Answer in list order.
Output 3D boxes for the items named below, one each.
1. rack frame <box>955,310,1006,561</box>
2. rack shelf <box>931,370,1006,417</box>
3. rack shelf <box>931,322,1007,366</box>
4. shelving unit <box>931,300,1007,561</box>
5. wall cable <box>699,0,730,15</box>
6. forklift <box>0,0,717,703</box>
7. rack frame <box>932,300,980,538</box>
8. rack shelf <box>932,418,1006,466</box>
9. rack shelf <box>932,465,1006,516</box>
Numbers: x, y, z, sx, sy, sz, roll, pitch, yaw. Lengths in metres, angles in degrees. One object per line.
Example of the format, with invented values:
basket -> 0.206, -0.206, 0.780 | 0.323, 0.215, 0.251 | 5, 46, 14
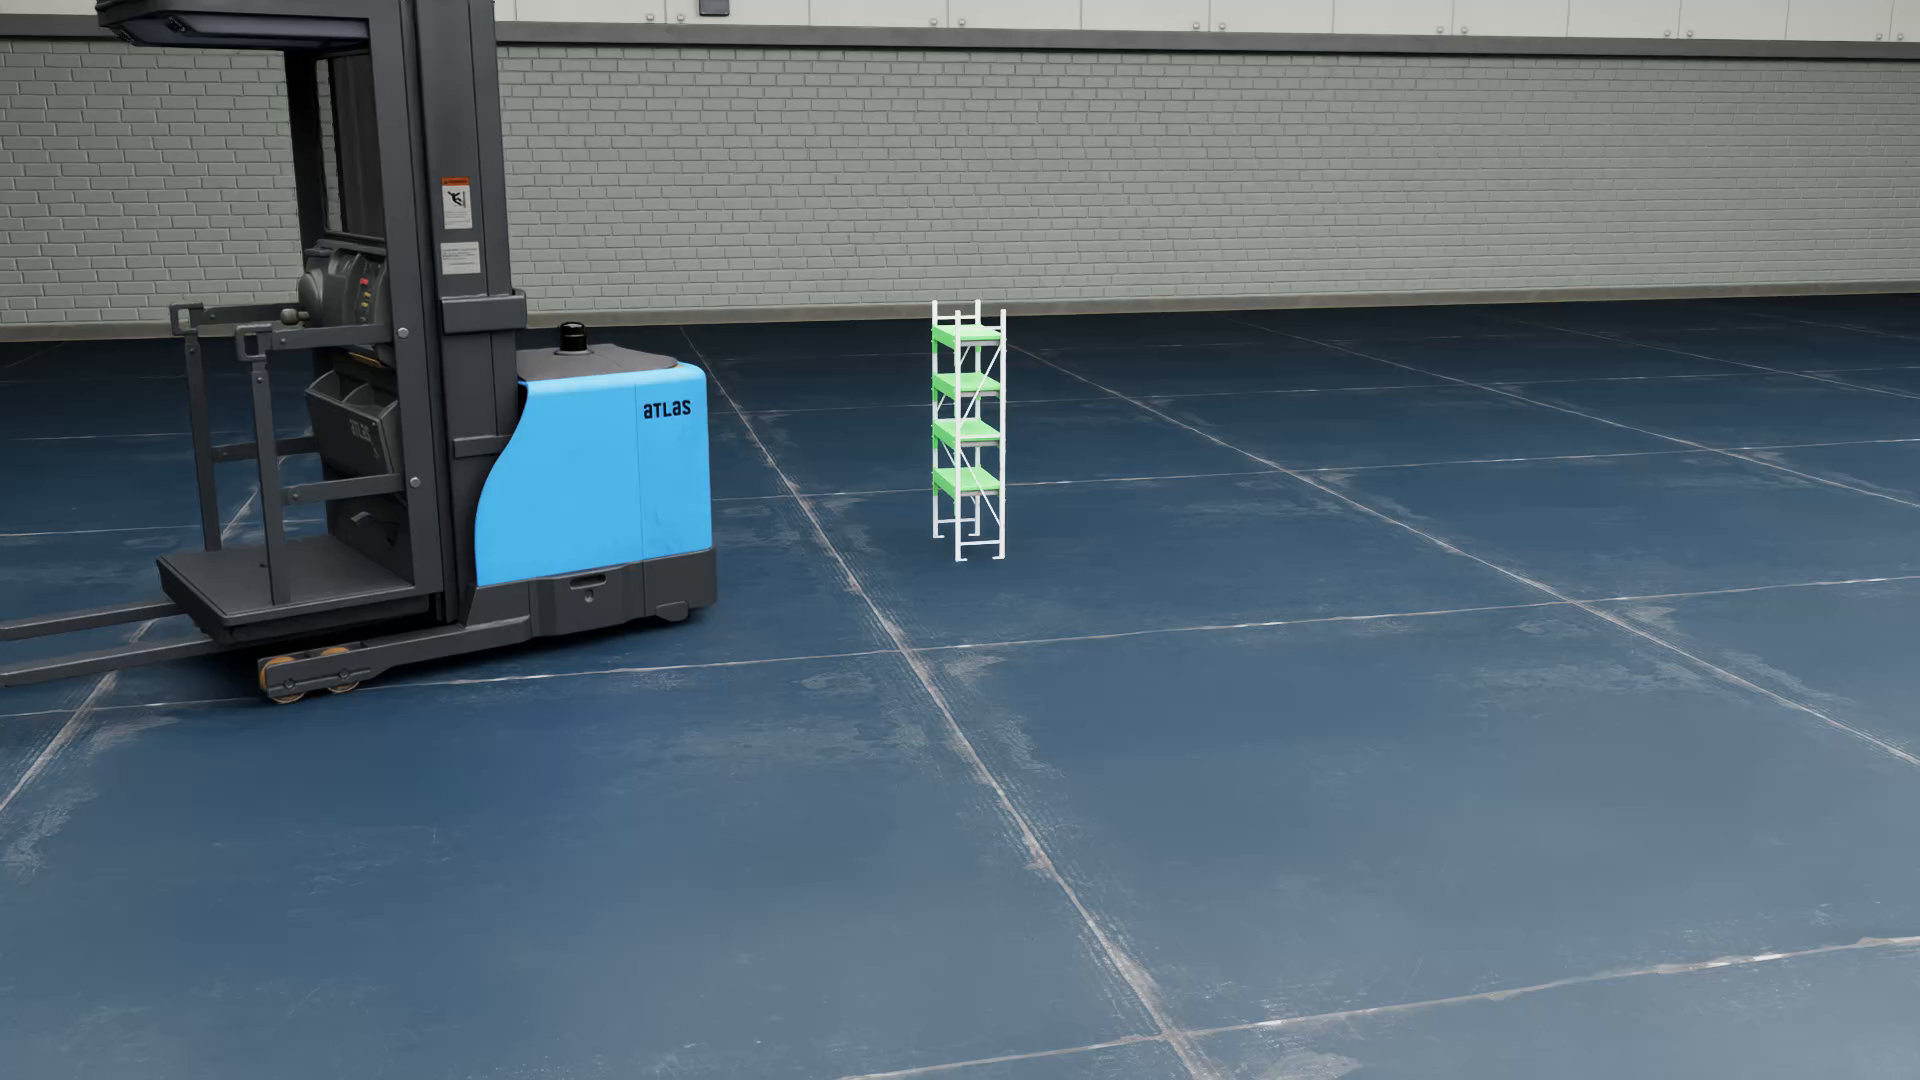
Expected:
rack frame -> 0.096, -0.488, 7.898 | 0.240, 1.200, 0.015 | -3, 14, -13
rack shelf -> 0.039, -0.716, 8.087 | 0.258, 0.148, 0.480 | -3, 14, -13
rack shelf -> 0.039, -0.949, 8.030 | 0.258, 0.148, 0.480 | -3, 14, -13
shelving unit -> 0.039, -0.545, 8.128 | 0.258, 1.200, 0.503 | -3, 14, -13
wall cable -> -1.572, -8.419, 16.761 | 2.305, 6.003, 0.169 | -3, 14, -13
forklift -> -2.517, -0.976, 6.244 | 3.031, 2.935, 1.130 | -10, 17, -35
rack frame -> -0.018, -0.601, 8.359 | 0.240, 1.200, 0.015 | -3, 14, -13
rack shelf -> 0.039, -0.483, 8.144 | 0.258, 0.148, 0.480 | -3, 14, -13
rack shelf -> 0.039, -0.249, 8.200 | 0.258, 0.148, 0.480 | -3, 14, -13
